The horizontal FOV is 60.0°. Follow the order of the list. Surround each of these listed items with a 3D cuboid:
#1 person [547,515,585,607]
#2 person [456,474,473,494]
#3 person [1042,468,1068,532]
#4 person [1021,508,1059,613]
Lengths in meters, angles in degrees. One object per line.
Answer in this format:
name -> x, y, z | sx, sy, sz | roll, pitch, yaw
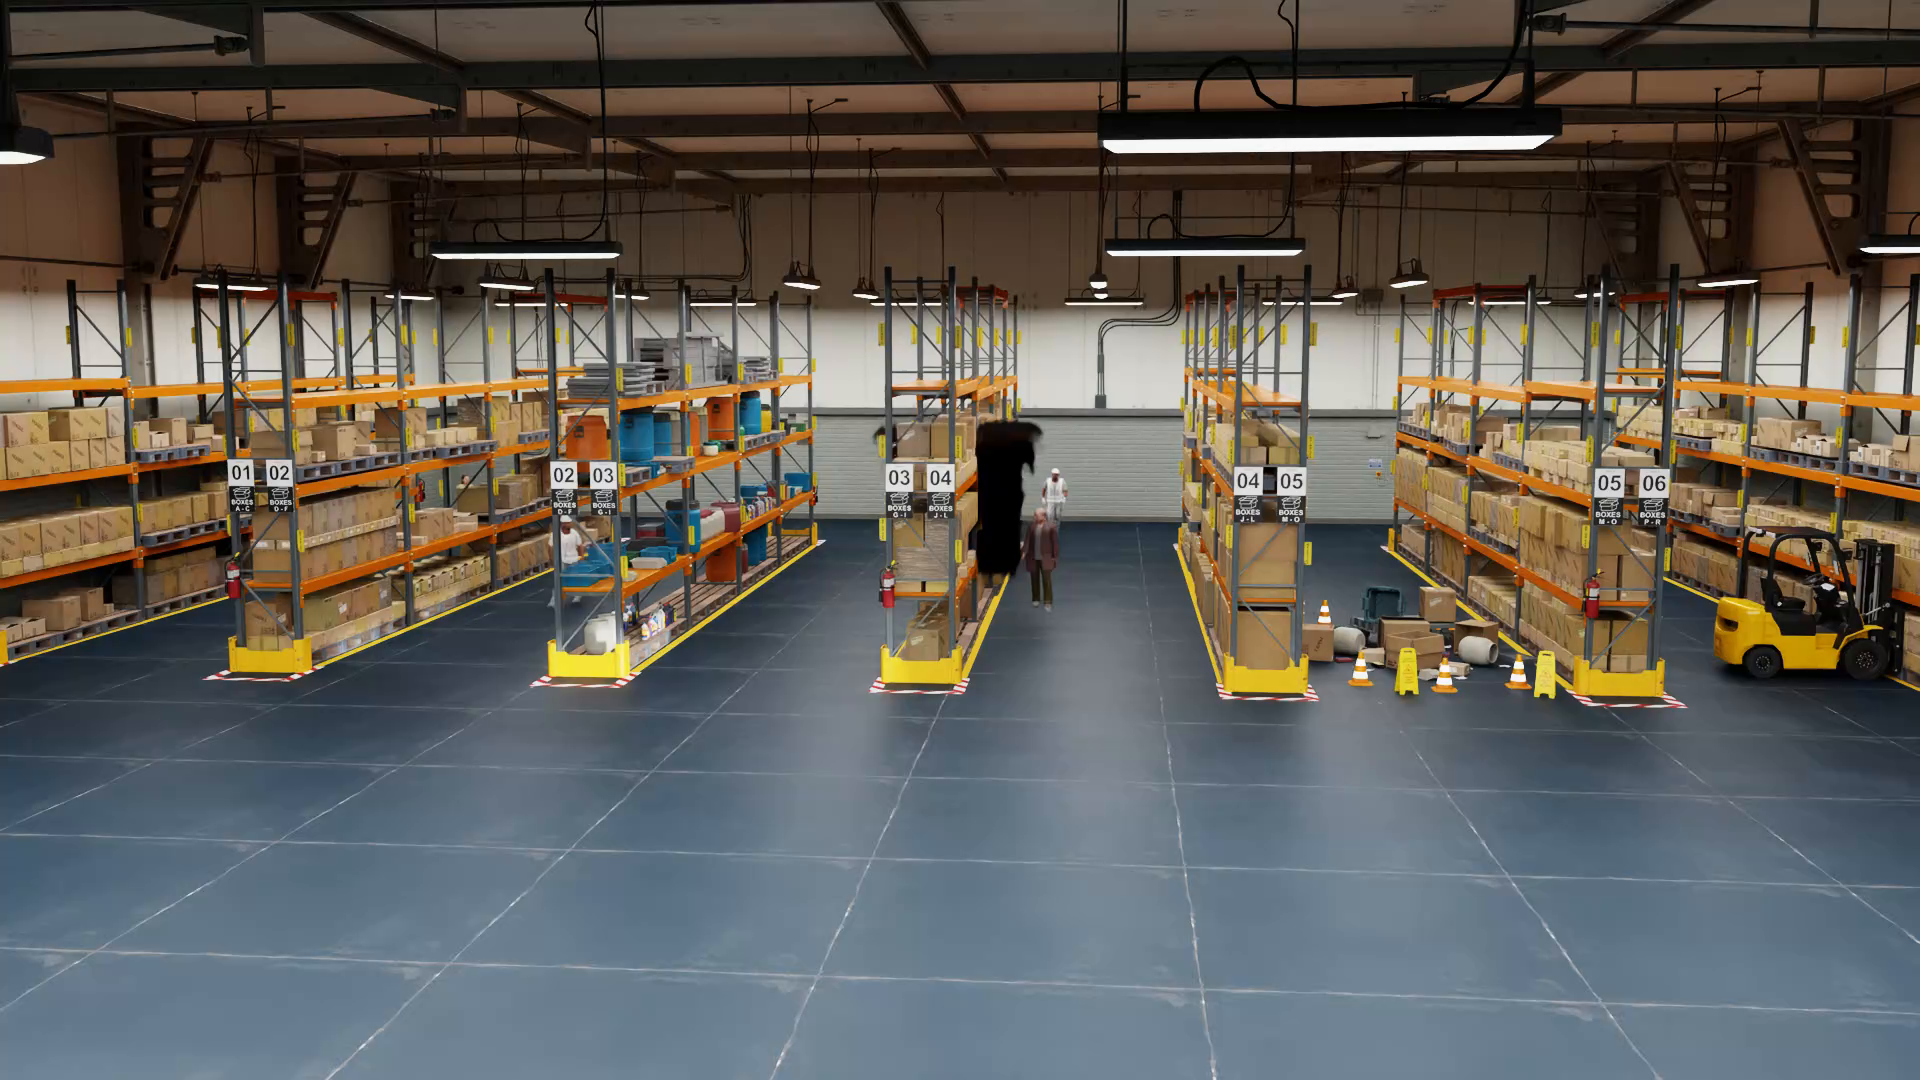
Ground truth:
person -> -7.309, 0.377, 30.874 | 0.736, 1.693, 1.083 | 1, 7, 9
person -> -12.317, -0.841, 41.518 | 0.475, 1.626, 0.996 | -2, 7, -16
person -> 2.391, -0.923, 41.989 | 0.645, 1.804, 0.878 | 1, 7, 5
person -> 1.363, 0.326, 28.800 | 0.636, 1.760, 0.792 | 2, 7, 15
